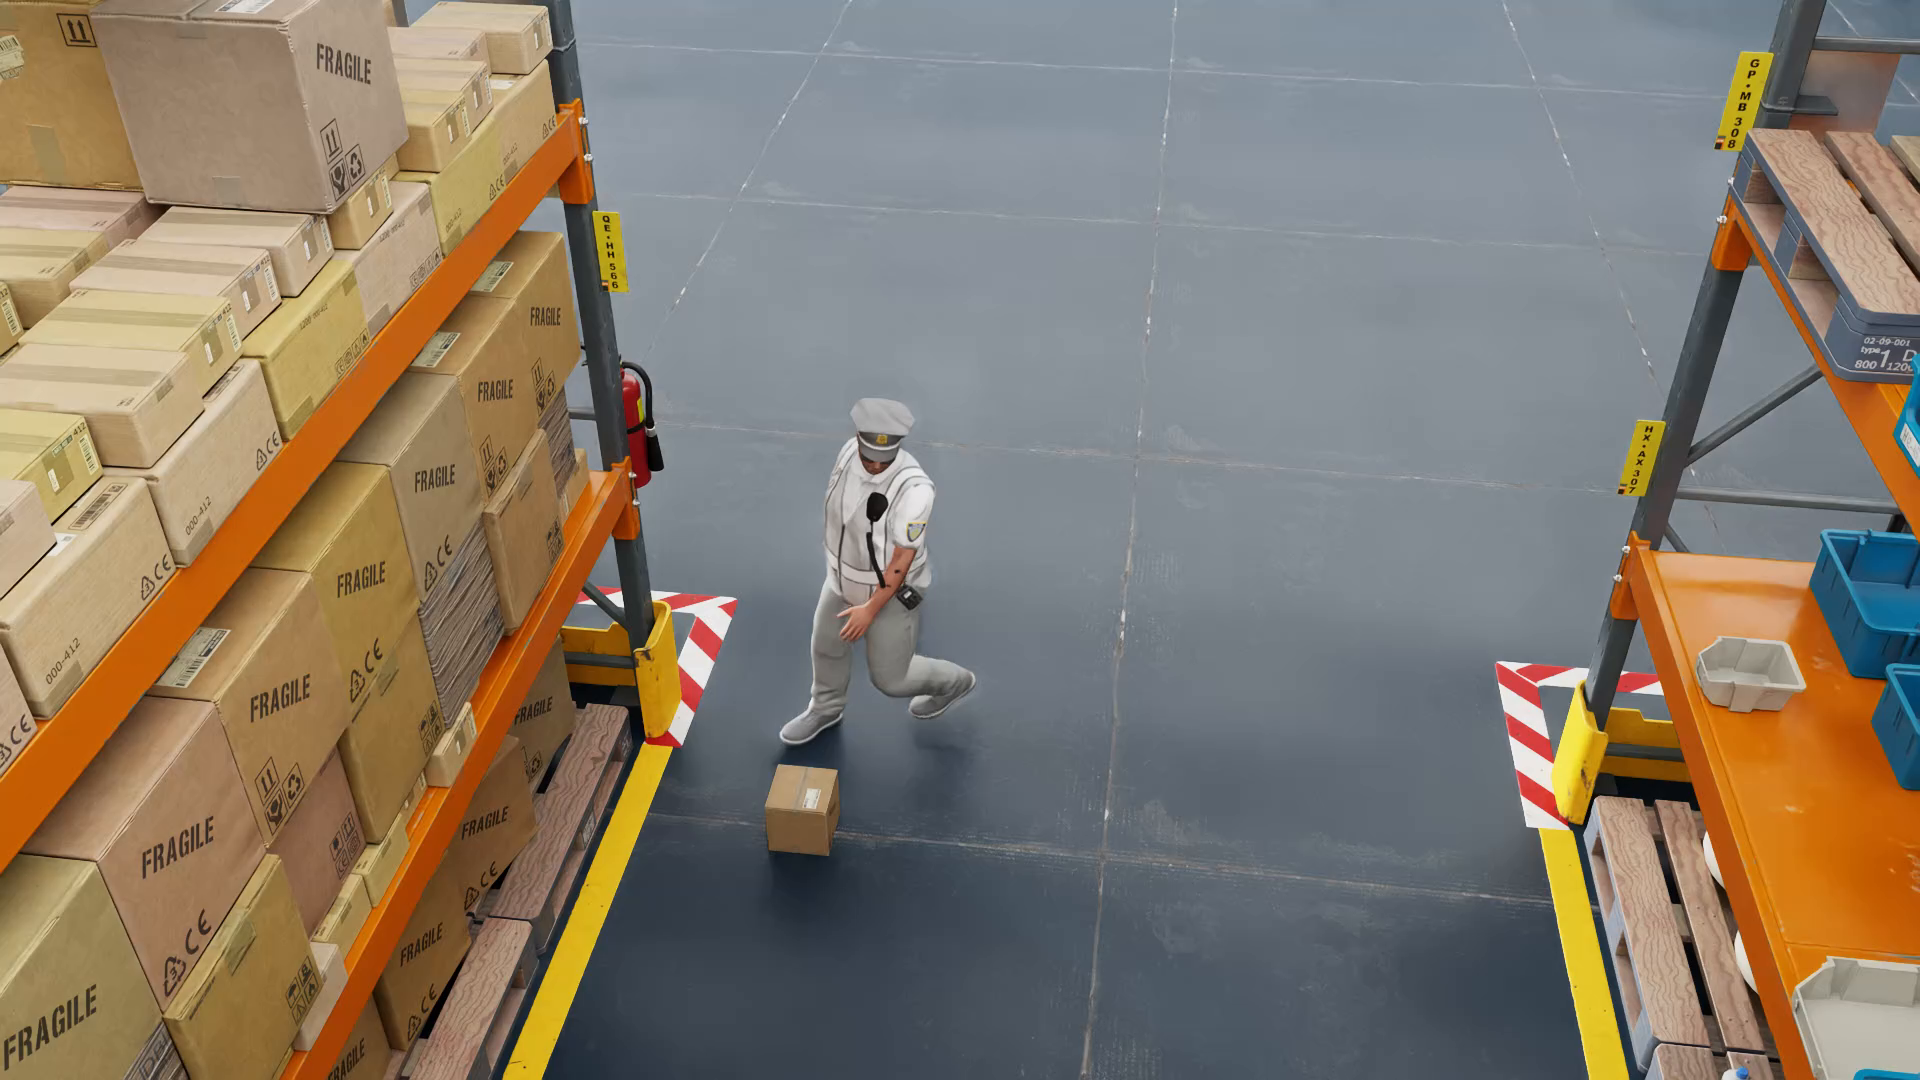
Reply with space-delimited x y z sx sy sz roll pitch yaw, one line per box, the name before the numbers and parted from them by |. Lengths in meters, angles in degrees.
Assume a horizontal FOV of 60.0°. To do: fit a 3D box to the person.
person | -0.354 0.156 6.823 0.737 1.708 0.587 -30 45 -34
